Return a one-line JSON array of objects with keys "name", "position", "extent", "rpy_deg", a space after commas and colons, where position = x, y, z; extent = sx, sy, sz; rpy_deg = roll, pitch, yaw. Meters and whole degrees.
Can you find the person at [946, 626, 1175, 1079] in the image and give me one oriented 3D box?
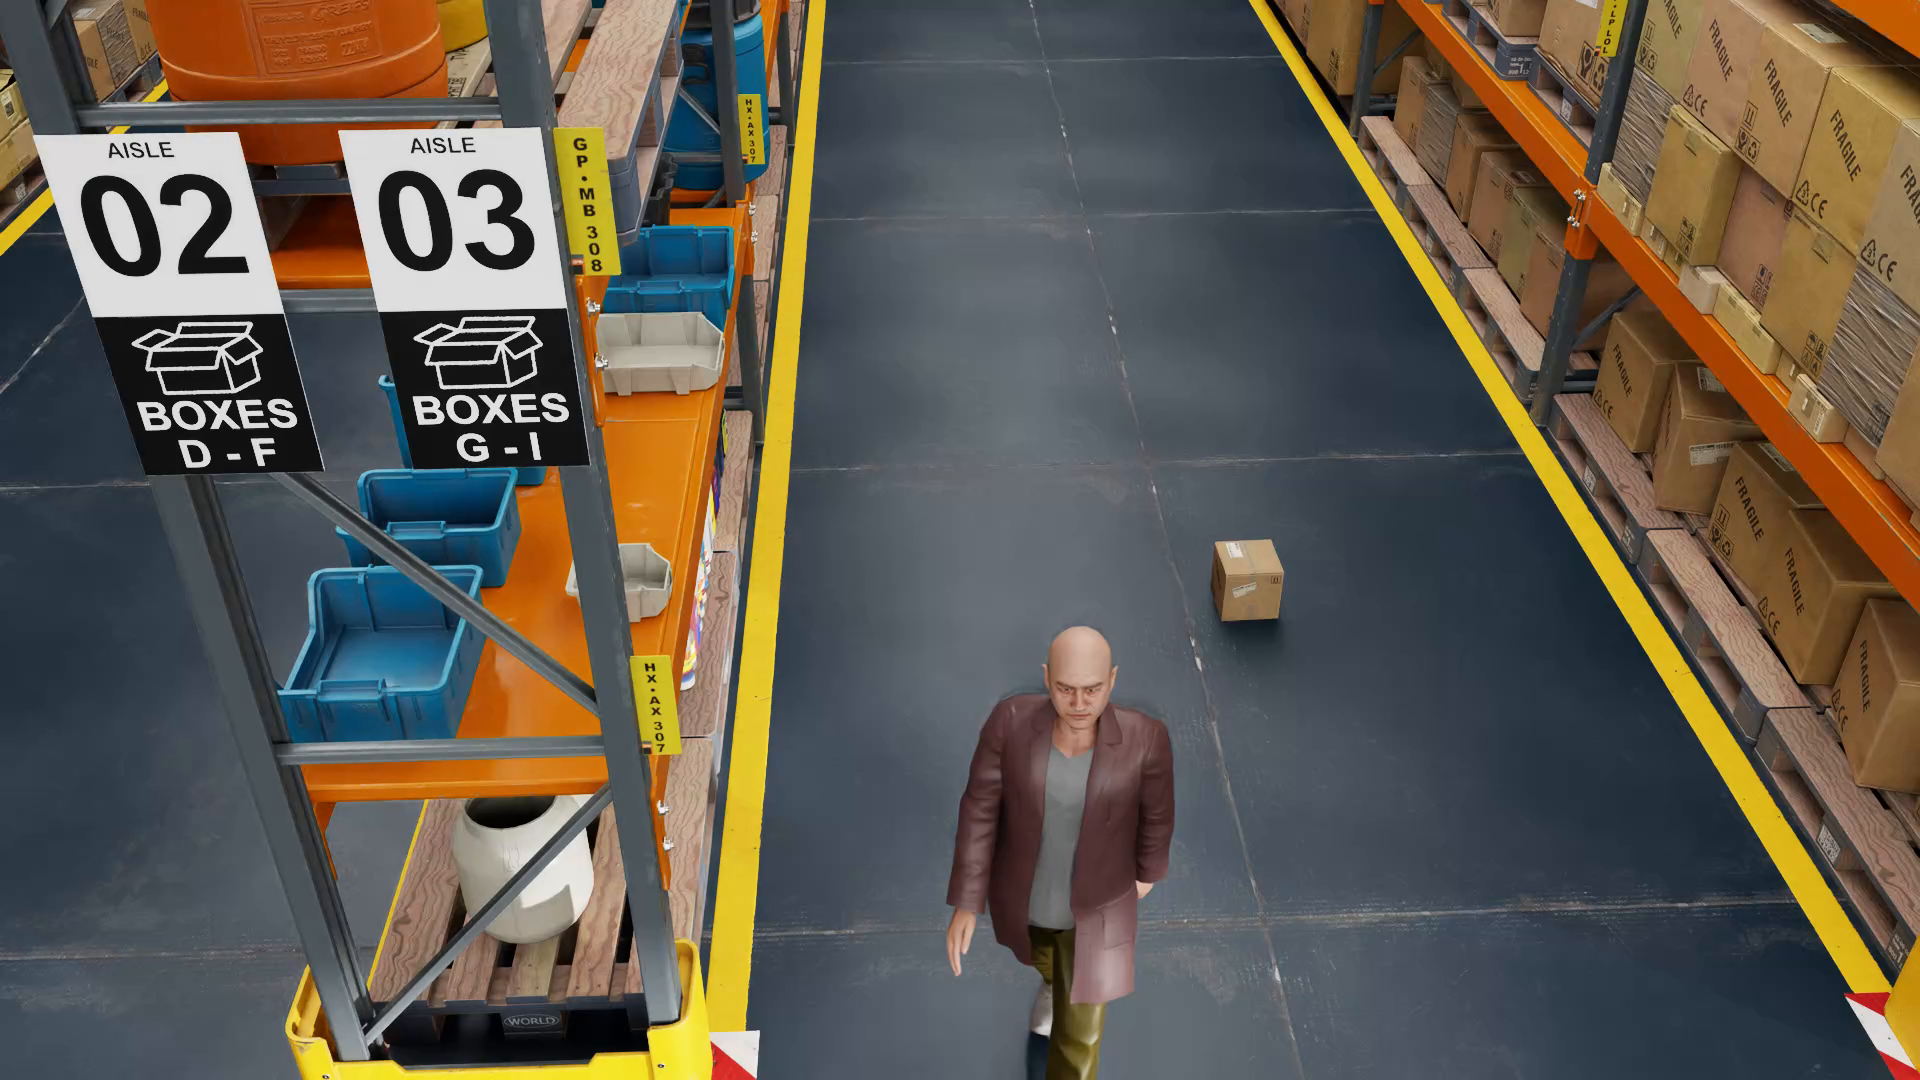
[{"name": "person", "position": [0.258, 1.023, 4.676], "extent": [0.571, 1.715, 1.119], "rpy_deg": [11, 36, 15]}]
